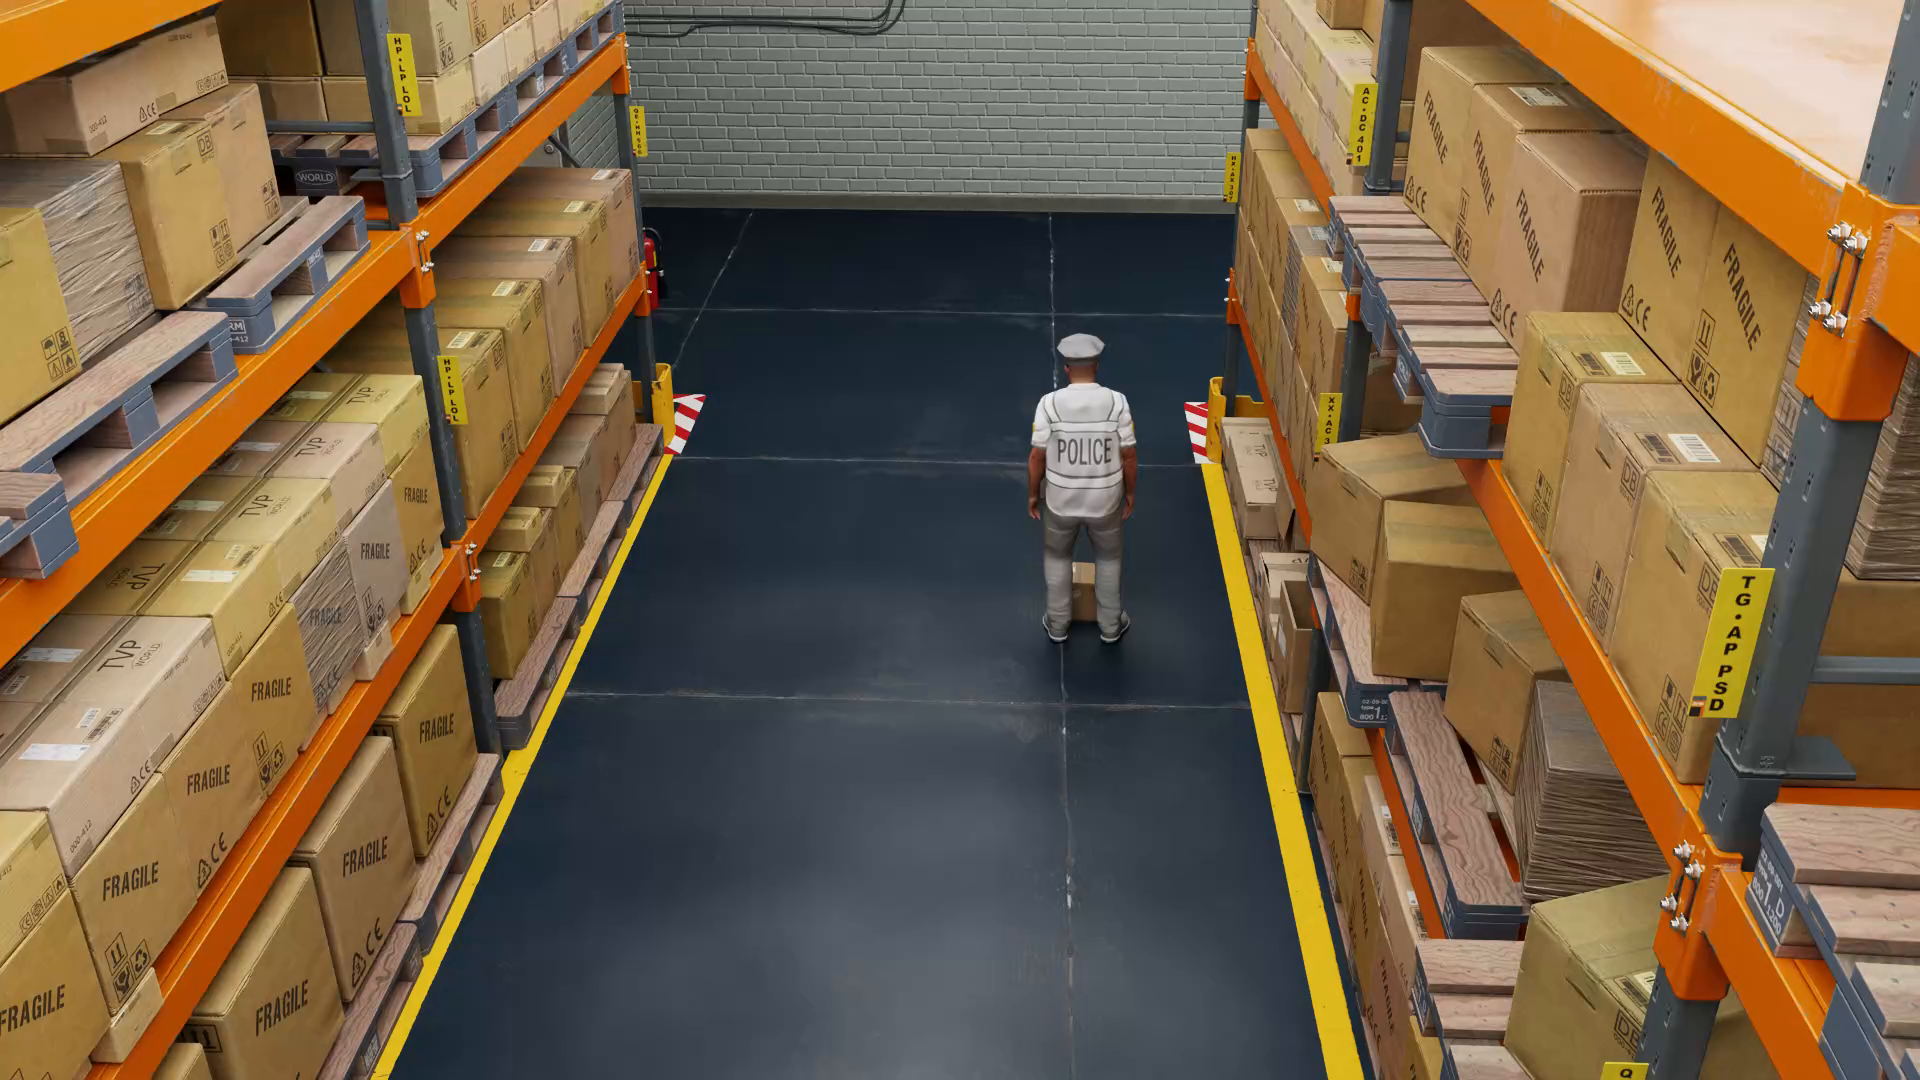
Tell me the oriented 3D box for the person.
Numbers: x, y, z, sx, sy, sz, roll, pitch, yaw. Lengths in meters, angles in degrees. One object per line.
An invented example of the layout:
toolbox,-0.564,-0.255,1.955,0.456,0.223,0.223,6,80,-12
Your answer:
person,0.669,-0.236,9.061,0.604,1.747,0.437,1,28,1
